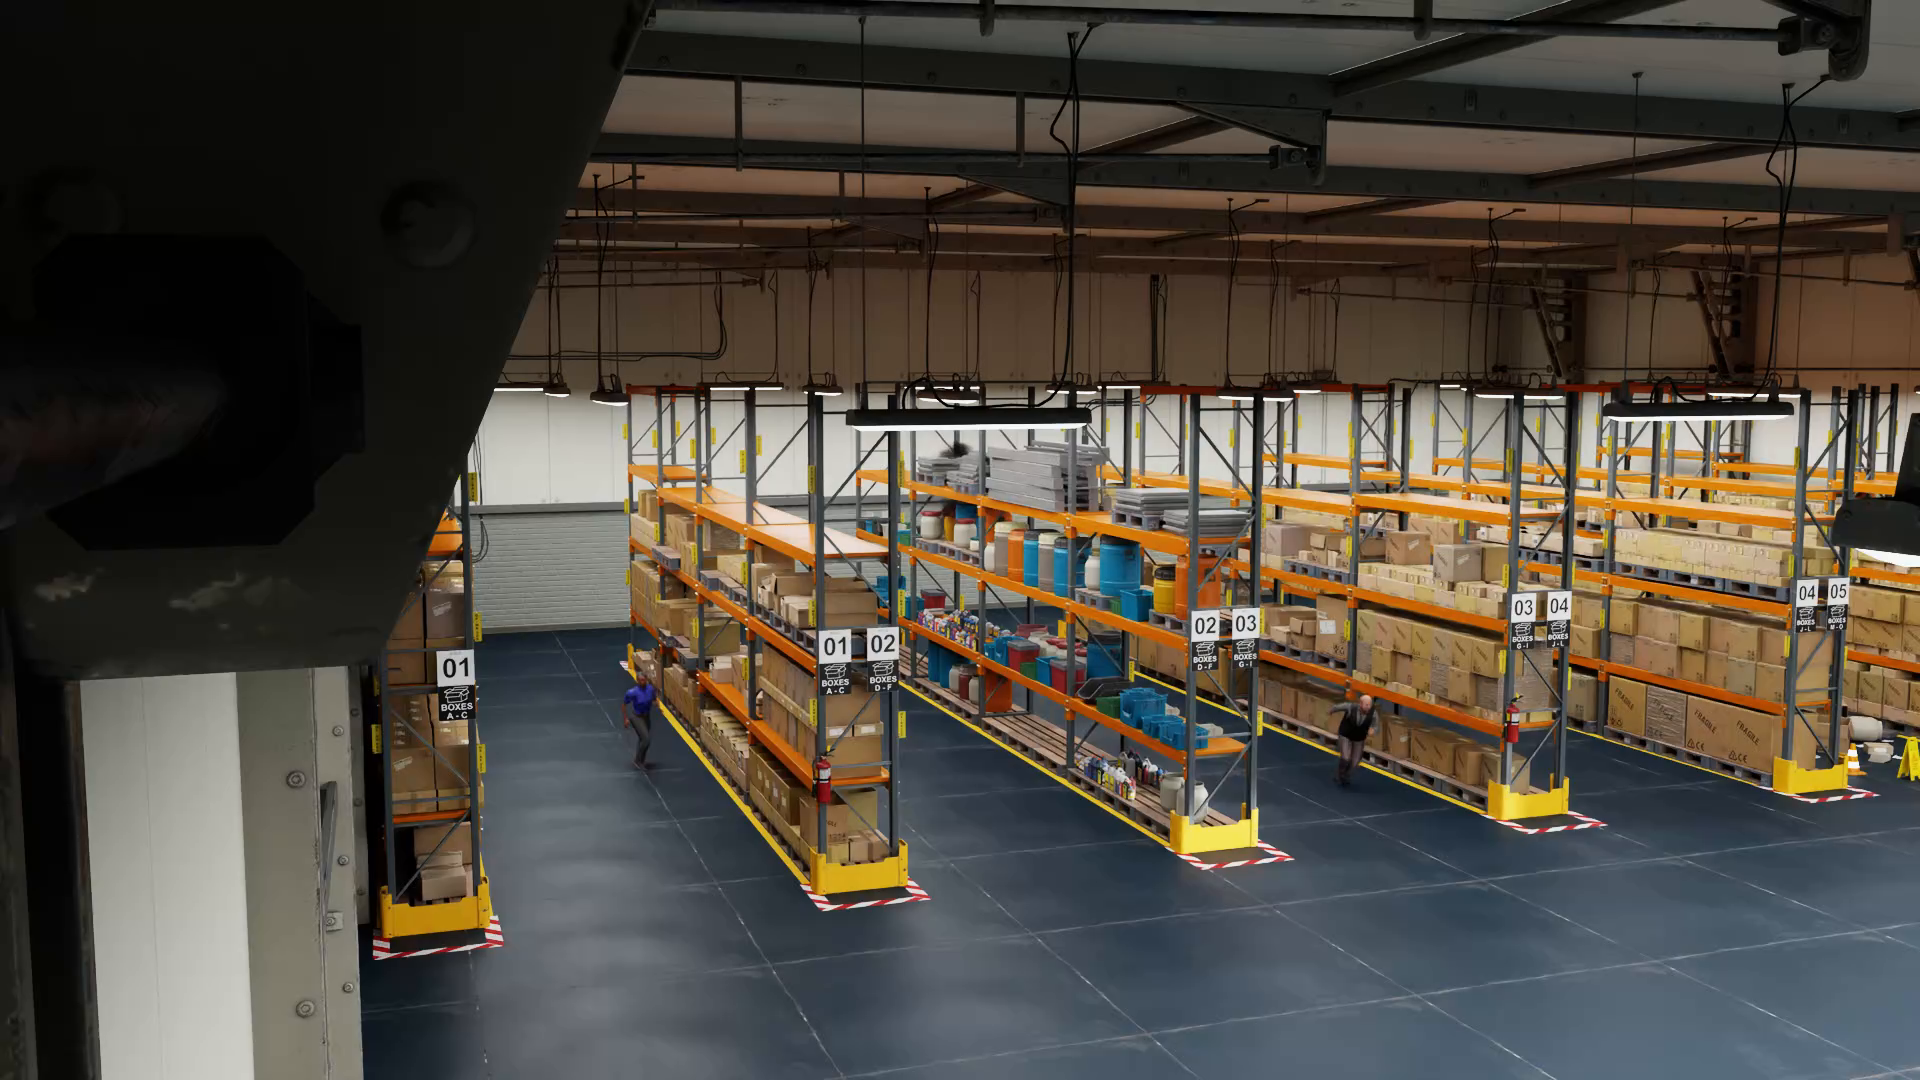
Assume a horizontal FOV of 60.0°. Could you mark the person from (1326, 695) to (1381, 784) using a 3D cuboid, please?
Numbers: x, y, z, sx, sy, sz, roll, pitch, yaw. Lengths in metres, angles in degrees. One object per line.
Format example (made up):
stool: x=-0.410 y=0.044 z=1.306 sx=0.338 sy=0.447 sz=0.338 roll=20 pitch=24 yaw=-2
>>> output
person: x=5.940 y=3.008 z=25.001 sx=0.676 sy=1.474 sz=0.998 roll=0 pitch=6 yaw=-2

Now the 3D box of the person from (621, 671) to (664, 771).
person: x=-4.987 y=2.862 z=26.322 sx=0.754 sy=1.603 sz=0.599 roll=3 pitch=7 yaw=31
